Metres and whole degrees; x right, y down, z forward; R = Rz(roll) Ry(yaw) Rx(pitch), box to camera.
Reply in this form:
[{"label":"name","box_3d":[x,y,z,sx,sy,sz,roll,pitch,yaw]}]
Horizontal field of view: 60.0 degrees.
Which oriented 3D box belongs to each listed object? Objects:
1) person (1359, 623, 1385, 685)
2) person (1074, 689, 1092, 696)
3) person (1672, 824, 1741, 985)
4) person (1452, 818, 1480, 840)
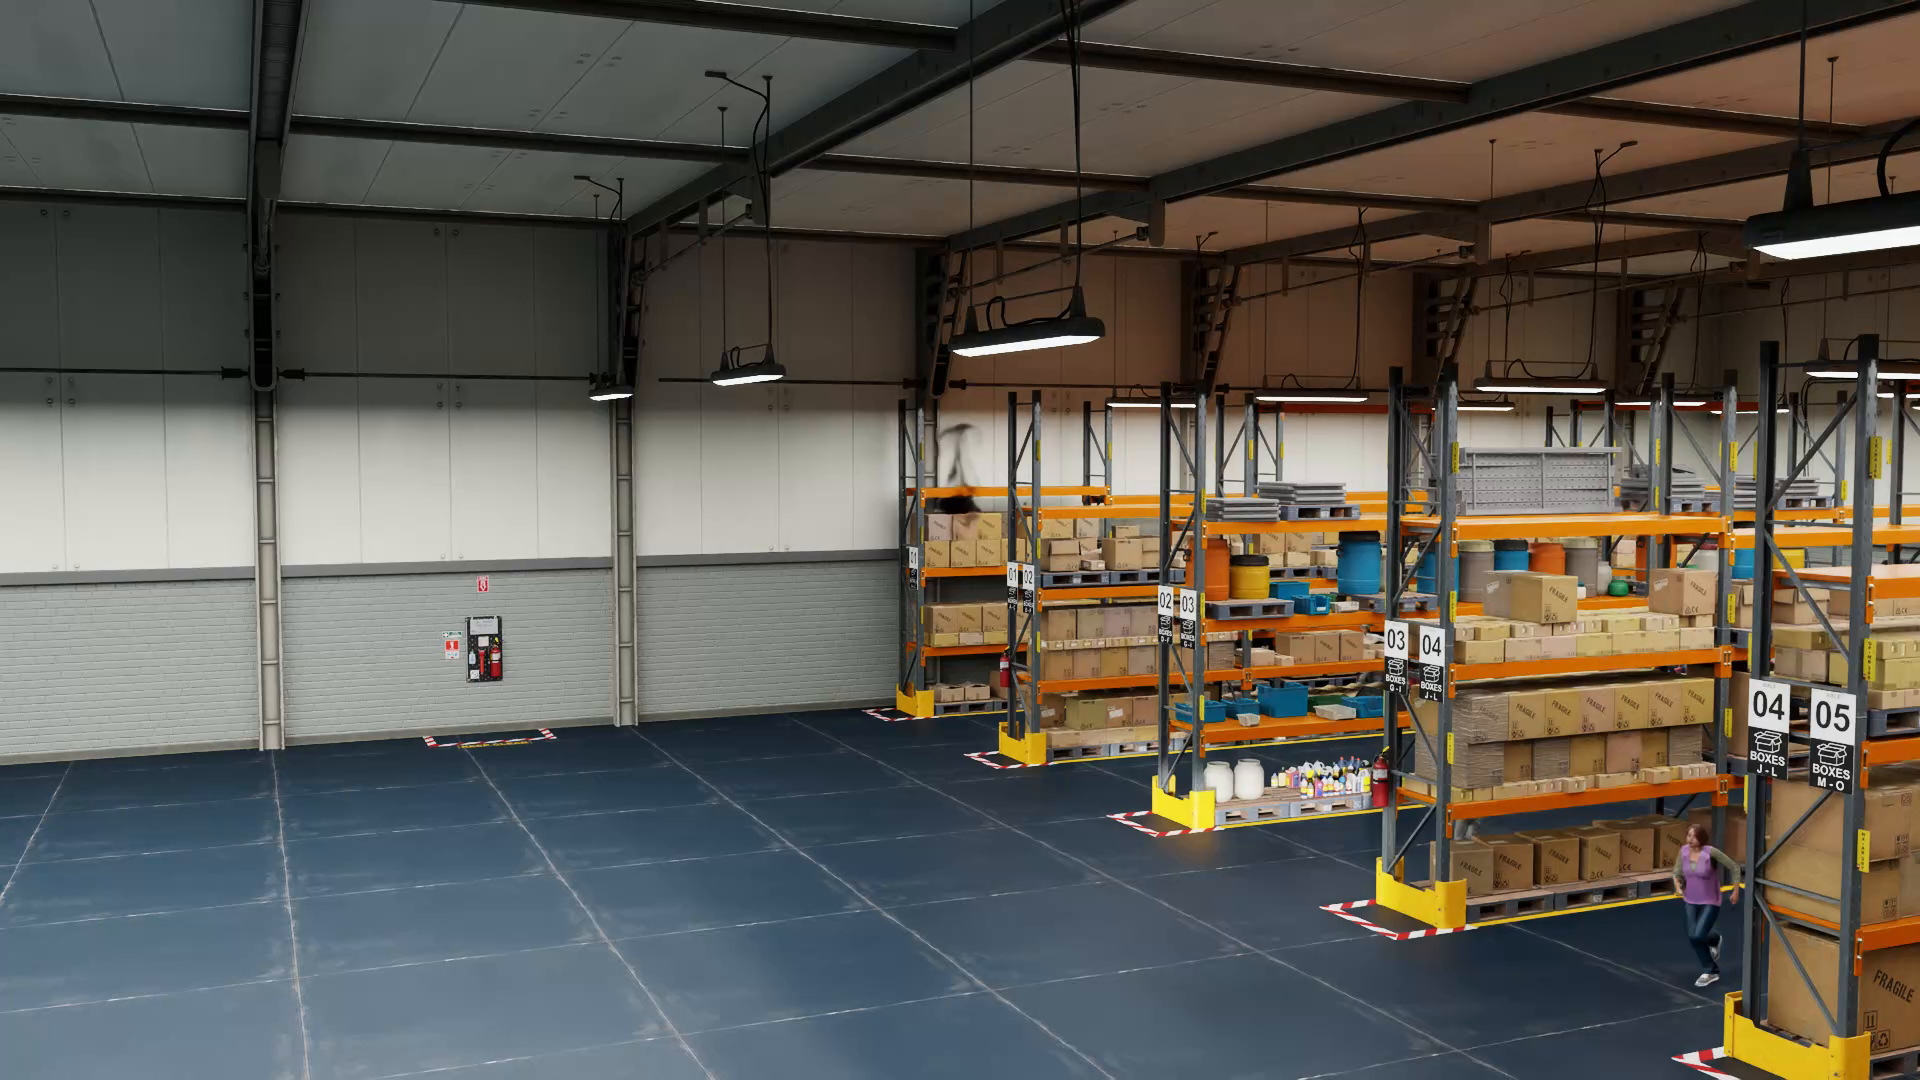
[{"label":"person","box_3d":[8.025,2.434,32.523,0.830,1.747,0.594,-1,4,-24]},{"label":"person","box_3d":[2.408,2.507,30.523,0.849,1.855,0.666,-3,4,-37]},{"label":"person","box_3d":[7.061,3.474,15.832,0.617,1.550,0.579,-3,4,-40]},{"label":"person","box_3d":[6.358,3.032,20.974,0.926,1.751,0.721,-3,5,-44]}]
